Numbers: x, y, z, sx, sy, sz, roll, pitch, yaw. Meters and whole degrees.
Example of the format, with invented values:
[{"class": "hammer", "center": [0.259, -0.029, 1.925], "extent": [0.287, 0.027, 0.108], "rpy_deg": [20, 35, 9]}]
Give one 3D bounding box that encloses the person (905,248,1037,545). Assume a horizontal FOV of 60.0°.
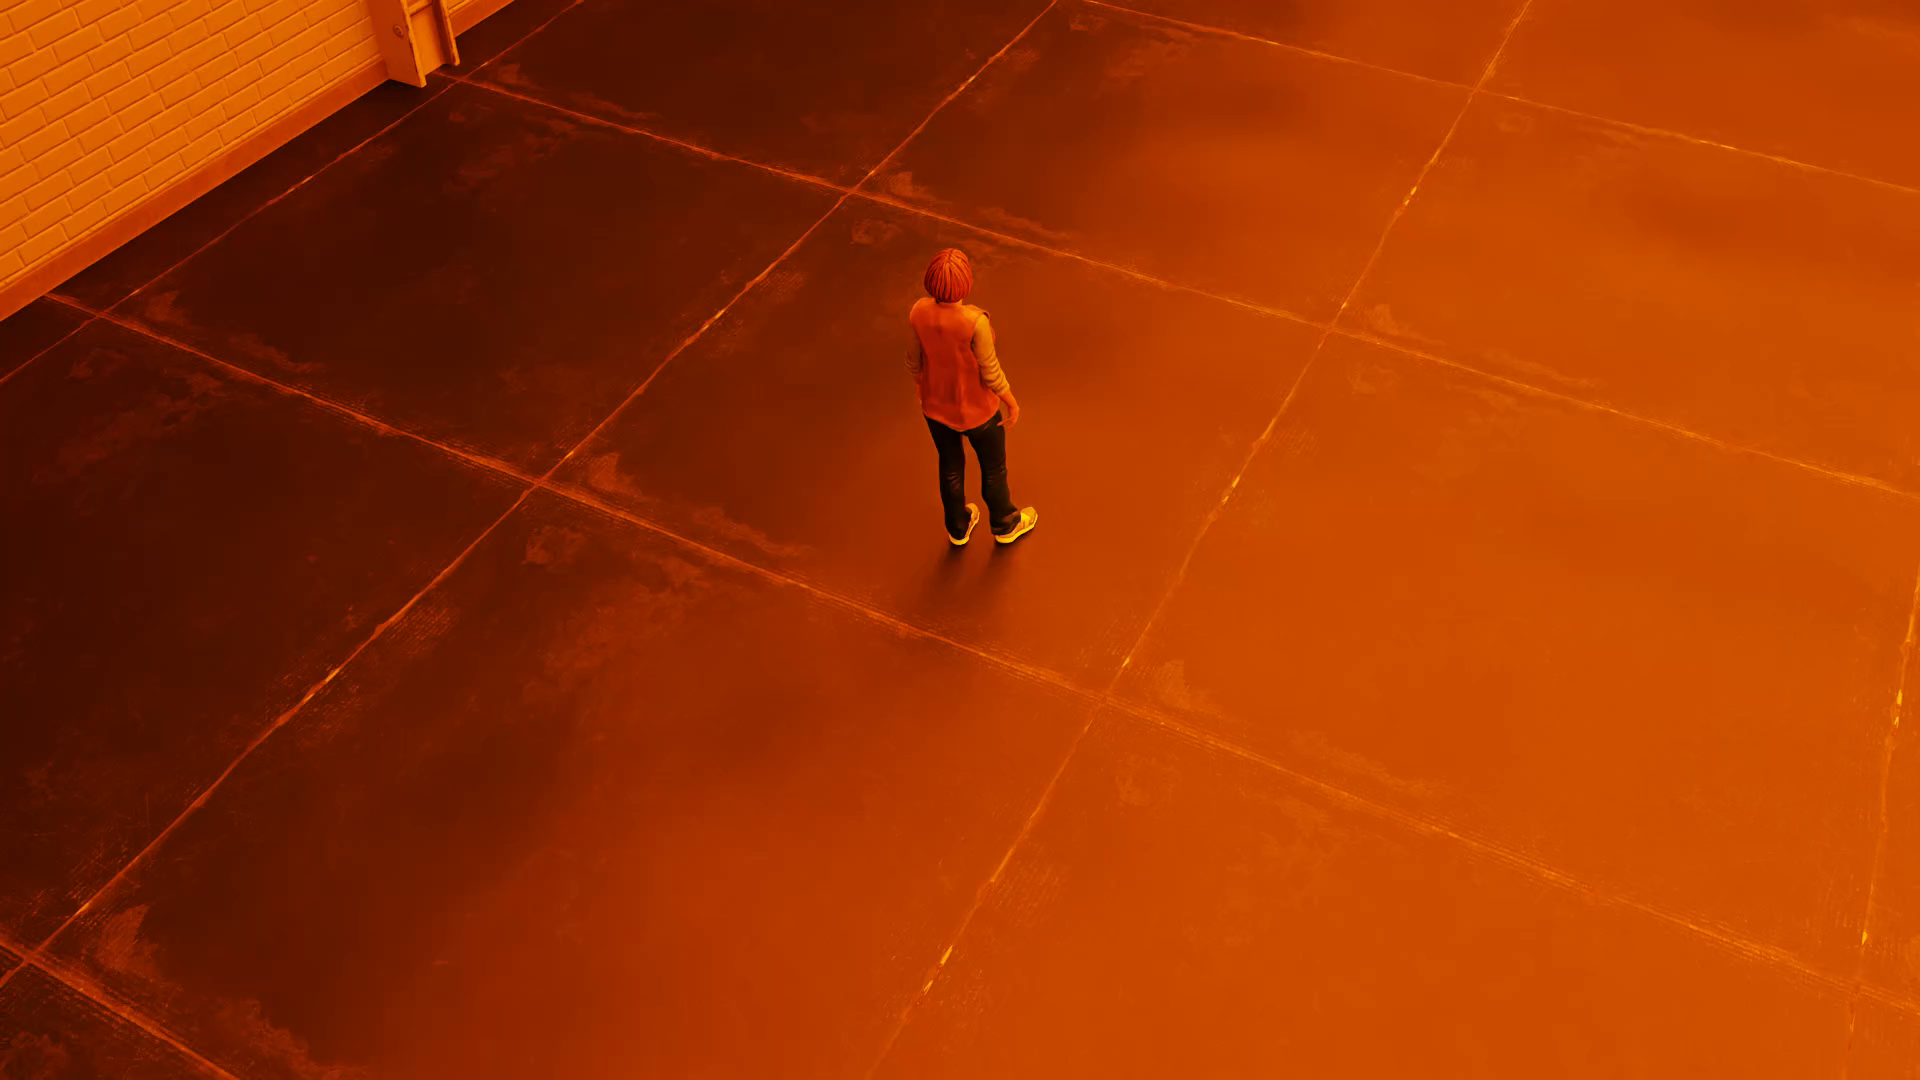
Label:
[{"class": "person", "center": [0.047, -0.628, 7.282], "extent": [0.520, 1.599, 0.473], "rpy_deg": [20, 47, 20]}]
